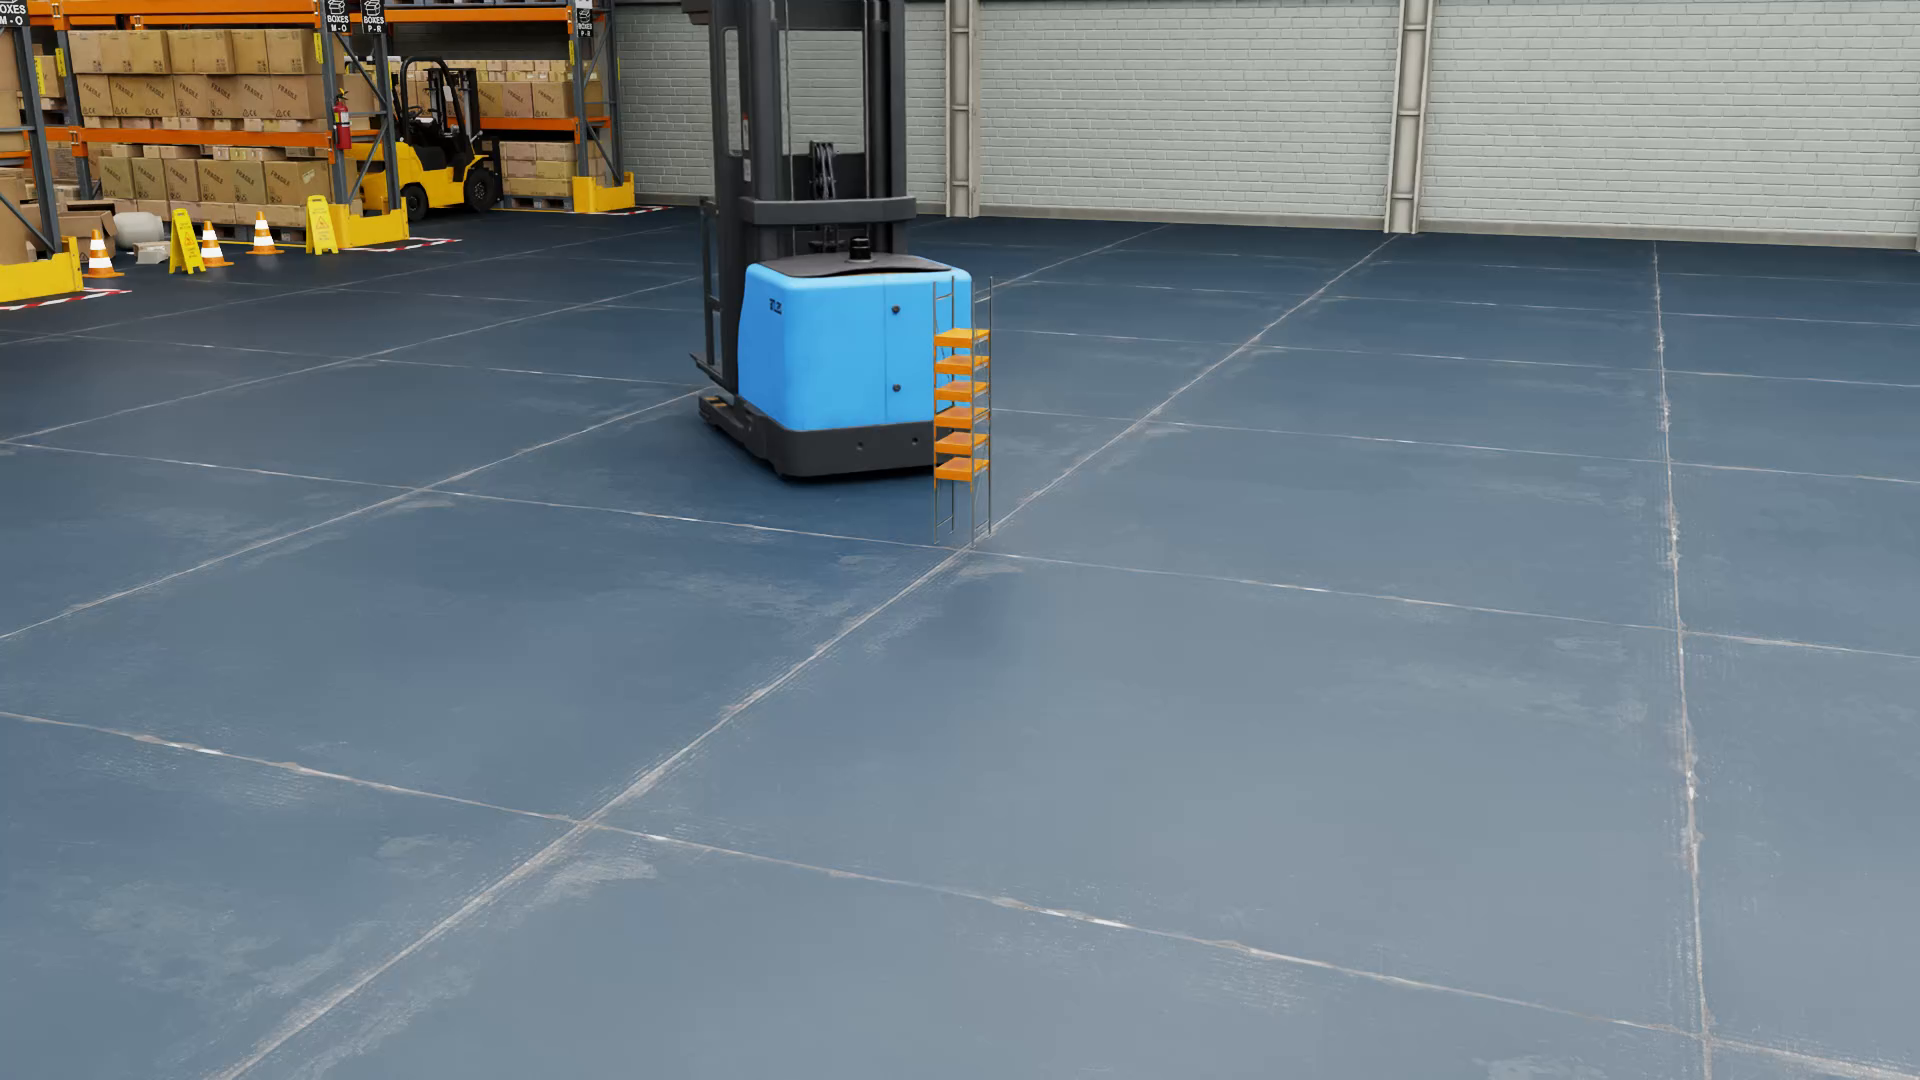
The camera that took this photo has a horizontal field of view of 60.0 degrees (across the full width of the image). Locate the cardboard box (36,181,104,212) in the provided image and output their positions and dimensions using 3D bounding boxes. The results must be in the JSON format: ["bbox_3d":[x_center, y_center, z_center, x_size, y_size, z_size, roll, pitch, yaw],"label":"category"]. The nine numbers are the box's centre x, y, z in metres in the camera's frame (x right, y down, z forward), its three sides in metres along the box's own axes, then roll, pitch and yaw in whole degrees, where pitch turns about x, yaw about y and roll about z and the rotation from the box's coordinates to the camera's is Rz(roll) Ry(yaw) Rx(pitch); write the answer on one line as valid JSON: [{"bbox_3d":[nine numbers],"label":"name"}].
[{"bbox_3d":[-11.250,-4.404,21.422,0.625,0.372,0.950,7,17,21],"label":"cardboard box"}]

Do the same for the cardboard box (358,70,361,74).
[{"bbox_3d":[-9.192,-7.150,25.578,0.250,0.149,0.380,6,17,19],"label":"cardboard box"}]

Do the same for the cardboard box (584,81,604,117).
[{"bbox_3d":[-5.581,-6.460,24.367,0.500,0.500,0.500,7,18,22],"label":"cardboard box"}]

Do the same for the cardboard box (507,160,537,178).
[{"bbox_3d":[-6.252,-5.433,24.292,0.500,0.250,0.500,6,17,20],"label":"cardboard box"}]

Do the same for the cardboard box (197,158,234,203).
[{"bbox_3d":[-8.835,-4.363,20.157,0.500,0.500,0.500,6,17,19],"label":"cardboard box"}]

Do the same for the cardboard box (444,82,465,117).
[{"bbox_3d":[-7.204,-6.476,24.421,0.500,0.500,0.500,6,17,21],"label":"cardboard box"}]

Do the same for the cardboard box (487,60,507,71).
[{"bbox_3d":[-6.614,-6.853,24.024,0.250,0.149,0.380,7,18,22],"label":"cardboard box"}]

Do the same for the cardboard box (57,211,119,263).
[{"bbox_3d":[-9.603,-3.326,18.227,0.637,0.503,0.797,-5,17,-18],"label":"cardboard box"}]

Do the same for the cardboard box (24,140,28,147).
[{"bbox_3d":[-15.620,-6.692,27.913,0.250,0.149,0.380,5,17,18],"label":"cardboard box"}]

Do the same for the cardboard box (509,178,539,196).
[{"bbox_3d":[-6.235,-5.190,24.350,0.500,0.250,0.500,6,17,21],"label":"cardboard box"}]

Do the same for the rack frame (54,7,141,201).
[{"bbox_3d":[-10.761,-5.411,20.932,0.127,3.000,1.000,6,17,21],"label":"rack frame"}]

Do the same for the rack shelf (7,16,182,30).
[{"bbox_3d":[-14.525,-8.407,27.164,4.000,0.370,1.077,6,17,21],"label":"rack shelf"}]

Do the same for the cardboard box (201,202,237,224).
[{"bbox_3d":[-8.859,-4.003,20.260,0.500,0.250,0.500,6,17,19],"label":"cardboard box"}]

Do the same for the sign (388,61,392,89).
[{"bbox_3d":[-6.841,-5.558,19.886,0.005,0.325,0.100,6,17,21],"label":"sign"}]

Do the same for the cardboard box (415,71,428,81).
[{"bbox_3d":[-7.804,-6.840,24.512,0.250,0.149,0.380,6,17,20],"label":"cardboard box"}]

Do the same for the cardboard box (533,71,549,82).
[{"bbox_3d":[-5.896,-6.630,23.789,0.250,0.149,0.380,7,17,22],"label":"cardboard box"}]

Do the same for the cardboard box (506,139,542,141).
[{"bbox_3d":[-6.527,-5.853,24.840,0.500,0.250,0.500,6,17,20],"label":"cardboard box"}]

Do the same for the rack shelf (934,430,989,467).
[{"bbox_3d":[0.013,-0.417,7.547,0.180,0.103,0.258,6,17,21],"label":"rack shelf"}]

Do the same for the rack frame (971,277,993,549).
[{"bbox_3d":[0.099,-0.565,7.469,0.006,1.200,0.240,6,17,21],"label":"rack frame"}]

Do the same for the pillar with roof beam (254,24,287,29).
[{"bbox_3d":[-12.700,-8.973,22.440,0.400,9.000,9.100,6,17,21],"label":"pillar with roof beam"}]

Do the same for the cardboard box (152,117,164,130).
[{"bbox_3d":[-9.597,-5.090,20.276,0.250,0.149,0.380,6,17,20],"label":"cardboard box"}]

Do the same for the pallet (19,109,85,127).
[{"bbox_3d":[-11.419,-5.435,21.358,1.213,0.211,1.003,6,17,21],"label":"pallet"}]

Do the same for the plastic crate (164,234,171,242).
[{"bbox_3d":[-9.602,-3.635,20.053,0.583,0.080,0.402,0,16,1],"label":"plastic crate"}]

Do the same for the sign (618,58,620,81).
[{"bbox_3d":[-5.013,-6.887,24.320,0.005,0.325,0.100,6,17,21],"label":"sign"}]

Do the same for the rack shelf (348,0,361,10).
[{"bbox_3d":[-8.901,-6.395,19.882,3.809,0.124,0.919,6,17,21],"label":"rack shelf"}]

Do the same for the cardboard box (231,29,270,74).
[{"bbox_3d":[-8.064,-5.722,19.497,0.500,0.500,0.700,6,17,21],"label":"cardboard box"}]

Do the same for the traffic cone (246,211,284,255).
[{"bbox_3d":[-7.913,-3.493,18.875,0.334,0.463,0.336,6,17,21],"label":"traffic cone"}]

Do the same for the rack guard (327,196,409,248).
[{"bbox_3d":[-7.111,-3.809,19.897,0.348,0.500,1.175,6,17,21],"label":"rack guard"}]

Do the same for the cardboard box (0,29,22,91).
[{"bbox_3d":[-9.093,-4.346,15.058,0.550,0.550,0.875,6,17,21],"label":"cardboard box"}]

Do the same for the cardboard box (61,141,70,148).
[{"bbox_3d":[-14.650,-6.587,27.549,0.250,0.149,0.380,6,17,21],"label":"cardboard box"}]

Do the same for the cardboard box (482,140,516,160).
[{"bbox_3d":[-6.715,-5.717,24.371,0.500,0.250,0.500,7,17,21],"label":"cardboard box"}]

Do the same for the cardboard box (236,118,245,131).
[{"bbox_3d":[-8.411,-4.974,19.877,0.250,0.149,0.380,7,17,21],"label":"cardboard box"}]

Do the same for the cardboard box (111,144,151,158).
[{"bbox_3d":[-10.217,-4.805,20.515,0.250,0.149,0.380,7,17,21],"label":"cardboard box"}]

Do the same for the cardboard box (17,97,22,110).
[{"bbox_3d":[-11.833,-5.522,21.010,0.250,0.149,0.380,6,17,20],"label":"cardboard box"}]

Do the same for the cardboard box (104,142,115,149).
[{"bbox_3d":[-13.711,-6.464,27.125,0.250,0.149,0.380,6,17,19],"label":"cardboard box"}]

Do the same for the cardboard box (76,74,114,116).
[{"bbox_3d":[-10.454,-5.484,20.472,0.500,0.500,0.500,6,17,20],"label":"cardboard box"}]

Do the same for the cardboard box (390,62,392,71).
[{"bbox_3d":[-8.473,-7.093,24.848,0.250,0.149,0.380,7,17,21],"label":"cardboard box"}]

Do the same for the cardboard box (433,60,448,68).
[{"bbox_3d":[-7.528,-6.980,24.461,0.250,0.149,0.380,6,17,20],"label":"cardboard box"}]

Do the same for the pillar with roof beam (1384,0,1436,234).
[{"bbox_3d":[4.044,-7.131,16.098,0.400,9.000,9.100,6,17,21],"label":"pillar with roof beam"}]

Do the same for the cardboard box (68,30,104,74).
[{"bbox_3d":[-10.431,-5.981,20.388,0.500,0.500,0.700,6,17,20],"label":"cardboard box"}]

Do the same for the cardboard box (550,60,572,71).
[{"bbox_3d":[-5.633,-6.774,23.750,0.250,0.149,0.380,6,17,21],"label":"cardboard box"}]

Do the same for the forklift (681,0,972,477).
[{"bbox_3d":[-0.942,-2.057,9.662,1.129,2.843,3.031,-6,17,-21],"label":"forklift"}]

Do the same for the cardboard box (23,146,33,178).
[{"bbox_3d":[-15.519,-6.358,27.926,0.500,0.500,0.500,6,17,20],"label":"cardboard box"}]

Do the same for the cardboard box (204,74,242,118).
[{"bbox_3d":[-8.574,-5.281,19.772,0.500,0.500,0.500,6,17,20],"label":"cardboard box"}]

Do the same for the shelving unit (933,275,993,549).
[{"bbox_3d":[0.013,-0.575,7.501,0.189,1.200,0.258,6,17,21],"label":"shelving unit"}]

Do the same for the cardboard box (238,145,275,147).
[{"bbox_3d":[-10.852,-5.968,26.357,0.625,0.625,0.875,6,17,18],"label":"cardboard box"}]

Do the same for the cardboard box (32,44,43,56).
[{"bbox_3d":[-12.117,-6.339,21.500,0.250,0.149,0.380,7,18,24],"label":"cardboard box"}]
